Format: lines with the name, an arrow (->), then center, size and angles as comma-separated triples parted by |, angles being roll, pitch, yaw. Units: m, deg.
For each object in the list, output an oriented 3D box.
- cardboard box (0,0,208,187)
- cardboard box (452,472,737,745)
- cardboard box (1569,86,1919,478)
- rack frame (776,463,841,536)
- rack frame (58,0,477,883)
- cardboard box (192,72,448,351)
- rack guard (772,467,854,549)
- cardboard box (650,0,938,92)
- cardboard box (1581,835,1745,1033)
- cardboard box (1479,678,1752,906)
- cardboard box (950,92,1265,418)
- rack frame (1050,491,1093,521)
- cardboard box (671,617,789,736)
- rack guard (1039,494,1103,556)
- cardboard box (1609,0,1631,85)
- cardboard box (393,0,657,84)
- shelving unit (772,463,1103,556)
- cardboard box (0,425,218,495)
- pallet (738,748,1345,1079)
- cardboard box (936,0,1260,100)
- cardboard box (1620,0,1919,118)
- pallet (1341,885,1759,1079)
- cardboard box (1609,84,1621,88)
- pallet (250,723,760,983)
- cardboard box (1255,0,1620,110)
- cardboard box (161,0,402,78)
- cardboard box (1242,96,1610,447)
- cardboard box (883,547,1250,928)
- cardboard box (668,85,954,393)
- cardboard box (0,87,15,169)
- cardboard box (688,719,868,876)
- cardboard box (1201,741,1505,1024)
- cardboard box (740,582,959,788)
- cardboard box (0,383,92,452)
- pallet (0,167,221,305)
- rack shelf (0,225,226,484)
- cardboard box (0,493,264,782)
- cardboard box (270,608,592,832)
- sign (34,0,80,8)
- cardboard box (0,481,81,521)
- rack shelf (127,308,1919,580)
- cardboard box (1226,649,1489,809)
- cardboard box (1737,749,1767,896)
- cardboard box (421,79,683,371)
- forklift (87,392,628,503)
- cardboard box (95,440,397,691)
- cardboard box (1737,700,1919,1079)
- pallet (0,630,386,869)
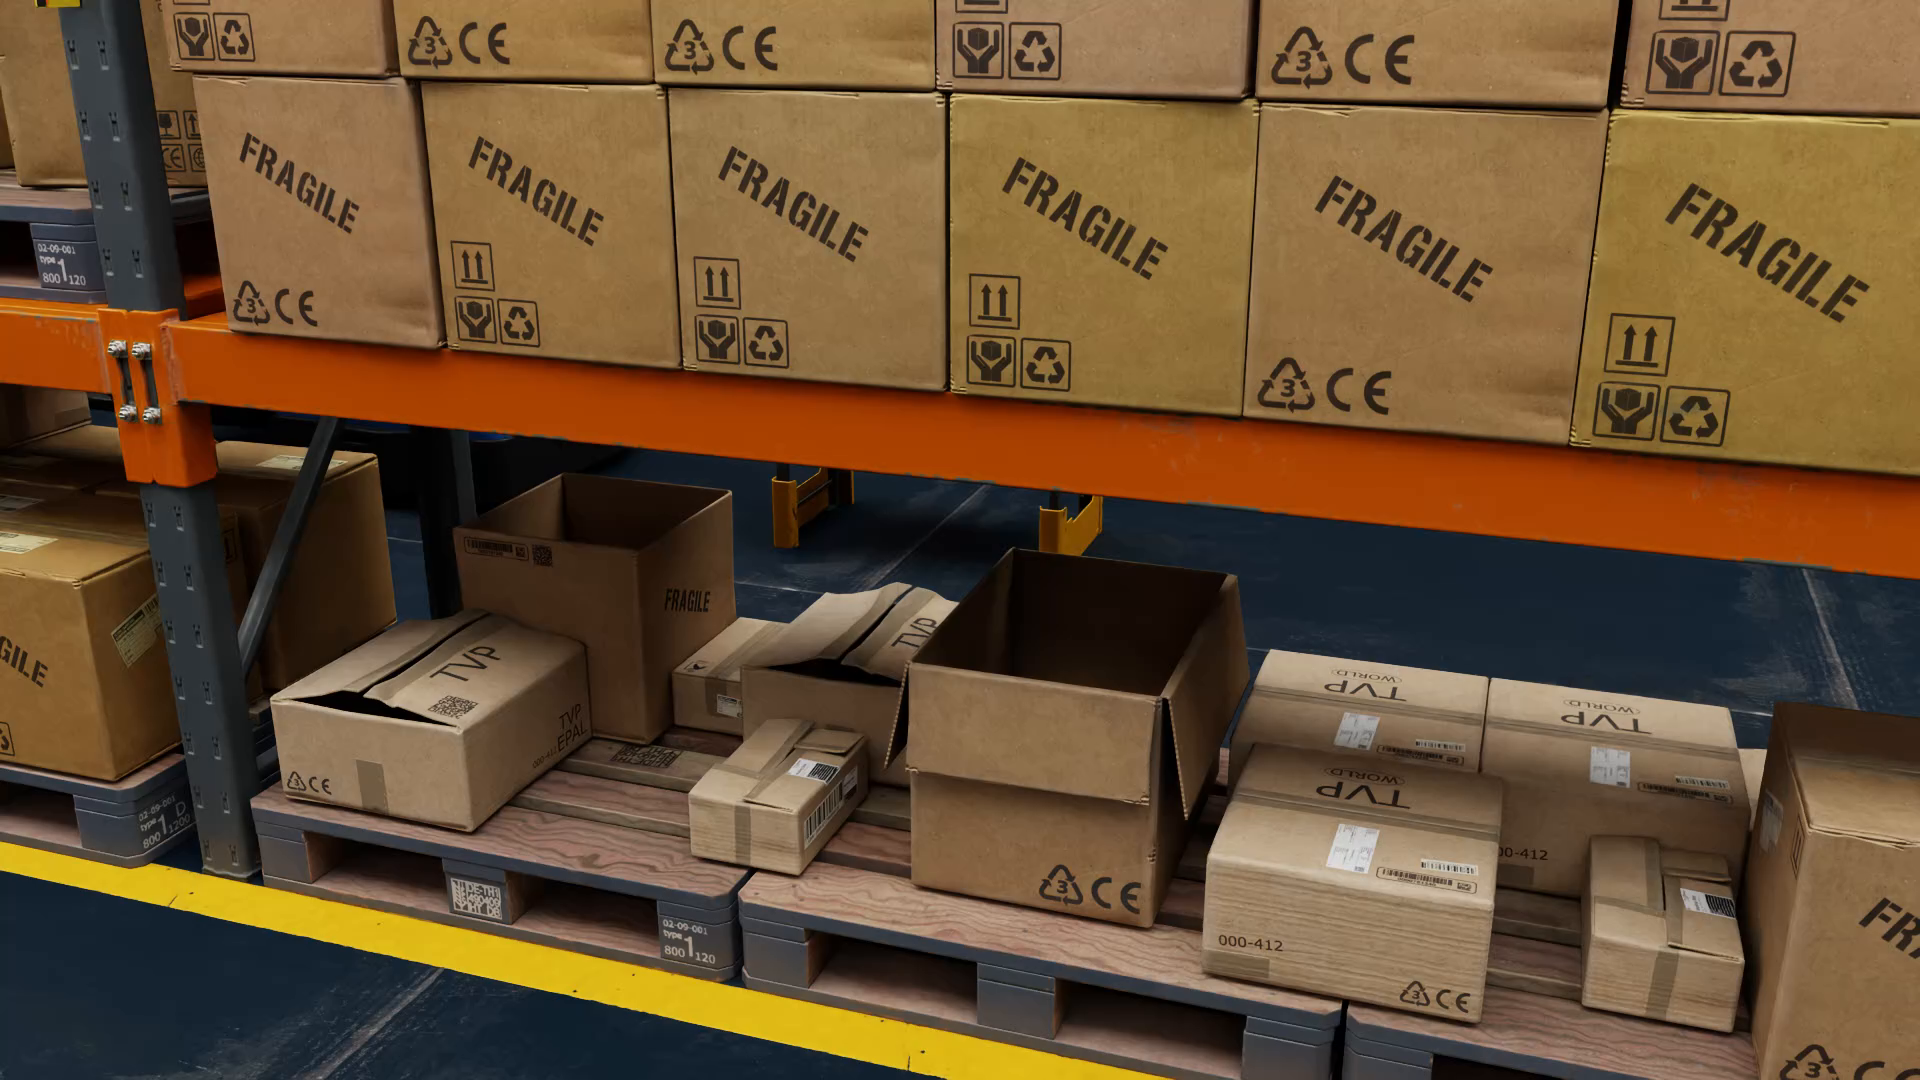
cardboard box -> -1.906, -1.157, 4.049 | 0.500, 0.500, 0.700 | 0, 19, 0
cardboard box -> -0.901, 0.155, 4.203 | 0.500, 0.500, 0.500 | 7, 20, 18
cardboard box -> 1.243, -0.425, 2.586 | 0.500, 0.500, 0.500 | 7, 20, 19
rack frame -> -0.561, -0.772, 6.013 | 0.032, 1.500, 0.500 | 7, 20, 18
rack frame -> -1.532, -0.791, 3.788 | 0.127, 3.000, 1.000 | 7, 20, 18
cardboard box -> -1.140, -0.698, 3.370 | 0.500, 0.500, 0.500 | 7, 20, 19
rack guard -> -0.542, -0.180, 6.213 | 0.087, 0.250, 0.587 | 7, 20, 18
cardboard box -> -0.206, -1.061, 2.891 | 0.500, 0.500, 0.500 | 6, 20, 16
cardboard box -> 1.299, 0.717, 3.097 | 0.250, 0.166, 0.380 | 7, 20, 18
cardboard box -> 1.354, 0.531, 3.505 | 0.500, 0.250, 0.500 | 7, 20, 18
cardboard box -> 0.298, -0.535, 2.901 | 0.500, 0.500, 0.500 | 6, 20, 17
rack frame -> 0.400, -0.663, 5.698 | 0.032, 1.500, 0.500 | 7, 20, 18
cardboard box -> -0.527, 0.343, 4.199 | 0.250, 0.149, 0.380 | 7, 20, 18
rack guard -> 0.398, -0.072, 5.904 | 0.087, 0.250, 0.587 | 7, 20, 18
cardboard box -> 1.418, -1.062, 2.895 | 0.500, 0.500, 0.500 | 7, 20, 19
cardboard box -> -0.692, -1.116, 3.050 | 0.500, 0.500, 0.500 | 6, 20, 16
shelving unit -> -0.072, -0.716, 5.853 | 1.083, 1.500, 0.587 | 7, 20, 18
cardboard box -> -2.416, 0.000, 4.650 | 0.500, 0.500, 0.500 | 7, 20, 19
pallet -> 0.273, 0.732, 3.657 | 1.213, 0.211, 1.003 | 7, 20, 18
cardboard box -> 0.282, -1.005, 2.731 | 0.500, 0.500, 0.500 | 7, 20, 20
cardboard box -> 1.259, -0.895, 2.416 | 0.500, 0.500, 0.500 | 7, 20, 20
pallet -> 1.421, 0.864, 3.277 | 1.213, 0.211, 1.003 | 7, 20, 18
cardboard box -> 1.425, -0.590, 3.060 | 0.500, 0.500, 0.500 | 6, 20, 18
pallet -> -0.883, 0.600, 4.033 | 1.213, 0.211, 1.003 | 7, 20, 18
cardboard box -> 0.767, -0.950, 2.572 | 0.500, 0.500, 0.500 | 7, 20, 20
cardboard box -> -1.179, -1.172, 3.210 | 0.500, 0.500, 0.500 | 7, 20, 19
cardboard box -> 0.774, -0.480, 2.745 | 0.500, 0.500, 0.500 | 7, 20, 18
cardboard box -> 0.245, 0.382, 3.549 | 0.637, 0.503, 0.797 | 7, 20, 18
cardboard box -> -0.183, -0.589, 3.058 | 0.500, 0.500, 0.500 | 6, 20, 18
cardboard box -> -2.576, -1.212, 4.205 | 0.500, 0.500, 0.700 | 10, 22, 27
cardboard box -> -0.386, 0.542, 3.600 | 0.250, 0.166, 0.380 | 7, 20, 18
cardboard box -> 0.765, 0.638, 3.198 | 0.500, 0.250, 0.500 | 7, 20, 18
cardboard box -> -0.192, 0.325, 4.002 | 0.500, 0.311, 0.500 | 7, 20, 18
cardboard box -> -2.853, -0.408, 4.681 | 0.500, 0.250, 0.500 | 7, 20, 18
pallet -> -2.251, -0.820, 4.165 | 1.213, 0.211, 1.003 | 7, 20, 18
rack shelf -> -3.421, -0.667, 4.526 | 4.000, 0.370, 1.077 | 7, 20, 18
cardboard box -> -2.092, 0.218, 4.024 | 0.500, 0.500, 0.500 | 6, 20, 18
cardboard box -> -1.206, 0.384, 3.835 | 0.500, 0.311, 0.500 | 7, 20, 18
sign -> -1.711, -1.165, 3.101 | 0.005, 0.325, 0.100 | 7, 20, 18
cardboard box -> -2.556, 0.162, 4.185 | 0.500, 0.500, 0.500 | 7, 20, 18
rack shelf -> 0.357, -0.235, 3.287 | 4.000, 0.370, 1.077 | 7, 20, 18
cardboard box -> 0.882, 0.477, 3.660 | 0.500, 0.250, 0.500 | 7, 20, 18
cardboard box -> 1.728, 0.592, 3.456 | 0.250, 0.166, 0.380 | 7, 20, 18
cardboard box -> -0.655, -0.644, 3.215 | 0.500, 0.500, 0.500 | 7, 20, 19
forklift -> -2.912, -1.792, 6.764 | 3.031, 2.935, 1.130 | 8, 21, 21
cardboard box -> -1.909, 0.054, 4.494 | 0.500, 0.500, 0.500 | 6, 20, 16
cardboard box -> 1.652, 0.632, 2.836 | 0.500, 0.500, 0.500 | 7, 20, 18
pallet -> -2.313, 0.450, 4.465 | 1.213, 0.211, 1.003 | 7, 20, 18
